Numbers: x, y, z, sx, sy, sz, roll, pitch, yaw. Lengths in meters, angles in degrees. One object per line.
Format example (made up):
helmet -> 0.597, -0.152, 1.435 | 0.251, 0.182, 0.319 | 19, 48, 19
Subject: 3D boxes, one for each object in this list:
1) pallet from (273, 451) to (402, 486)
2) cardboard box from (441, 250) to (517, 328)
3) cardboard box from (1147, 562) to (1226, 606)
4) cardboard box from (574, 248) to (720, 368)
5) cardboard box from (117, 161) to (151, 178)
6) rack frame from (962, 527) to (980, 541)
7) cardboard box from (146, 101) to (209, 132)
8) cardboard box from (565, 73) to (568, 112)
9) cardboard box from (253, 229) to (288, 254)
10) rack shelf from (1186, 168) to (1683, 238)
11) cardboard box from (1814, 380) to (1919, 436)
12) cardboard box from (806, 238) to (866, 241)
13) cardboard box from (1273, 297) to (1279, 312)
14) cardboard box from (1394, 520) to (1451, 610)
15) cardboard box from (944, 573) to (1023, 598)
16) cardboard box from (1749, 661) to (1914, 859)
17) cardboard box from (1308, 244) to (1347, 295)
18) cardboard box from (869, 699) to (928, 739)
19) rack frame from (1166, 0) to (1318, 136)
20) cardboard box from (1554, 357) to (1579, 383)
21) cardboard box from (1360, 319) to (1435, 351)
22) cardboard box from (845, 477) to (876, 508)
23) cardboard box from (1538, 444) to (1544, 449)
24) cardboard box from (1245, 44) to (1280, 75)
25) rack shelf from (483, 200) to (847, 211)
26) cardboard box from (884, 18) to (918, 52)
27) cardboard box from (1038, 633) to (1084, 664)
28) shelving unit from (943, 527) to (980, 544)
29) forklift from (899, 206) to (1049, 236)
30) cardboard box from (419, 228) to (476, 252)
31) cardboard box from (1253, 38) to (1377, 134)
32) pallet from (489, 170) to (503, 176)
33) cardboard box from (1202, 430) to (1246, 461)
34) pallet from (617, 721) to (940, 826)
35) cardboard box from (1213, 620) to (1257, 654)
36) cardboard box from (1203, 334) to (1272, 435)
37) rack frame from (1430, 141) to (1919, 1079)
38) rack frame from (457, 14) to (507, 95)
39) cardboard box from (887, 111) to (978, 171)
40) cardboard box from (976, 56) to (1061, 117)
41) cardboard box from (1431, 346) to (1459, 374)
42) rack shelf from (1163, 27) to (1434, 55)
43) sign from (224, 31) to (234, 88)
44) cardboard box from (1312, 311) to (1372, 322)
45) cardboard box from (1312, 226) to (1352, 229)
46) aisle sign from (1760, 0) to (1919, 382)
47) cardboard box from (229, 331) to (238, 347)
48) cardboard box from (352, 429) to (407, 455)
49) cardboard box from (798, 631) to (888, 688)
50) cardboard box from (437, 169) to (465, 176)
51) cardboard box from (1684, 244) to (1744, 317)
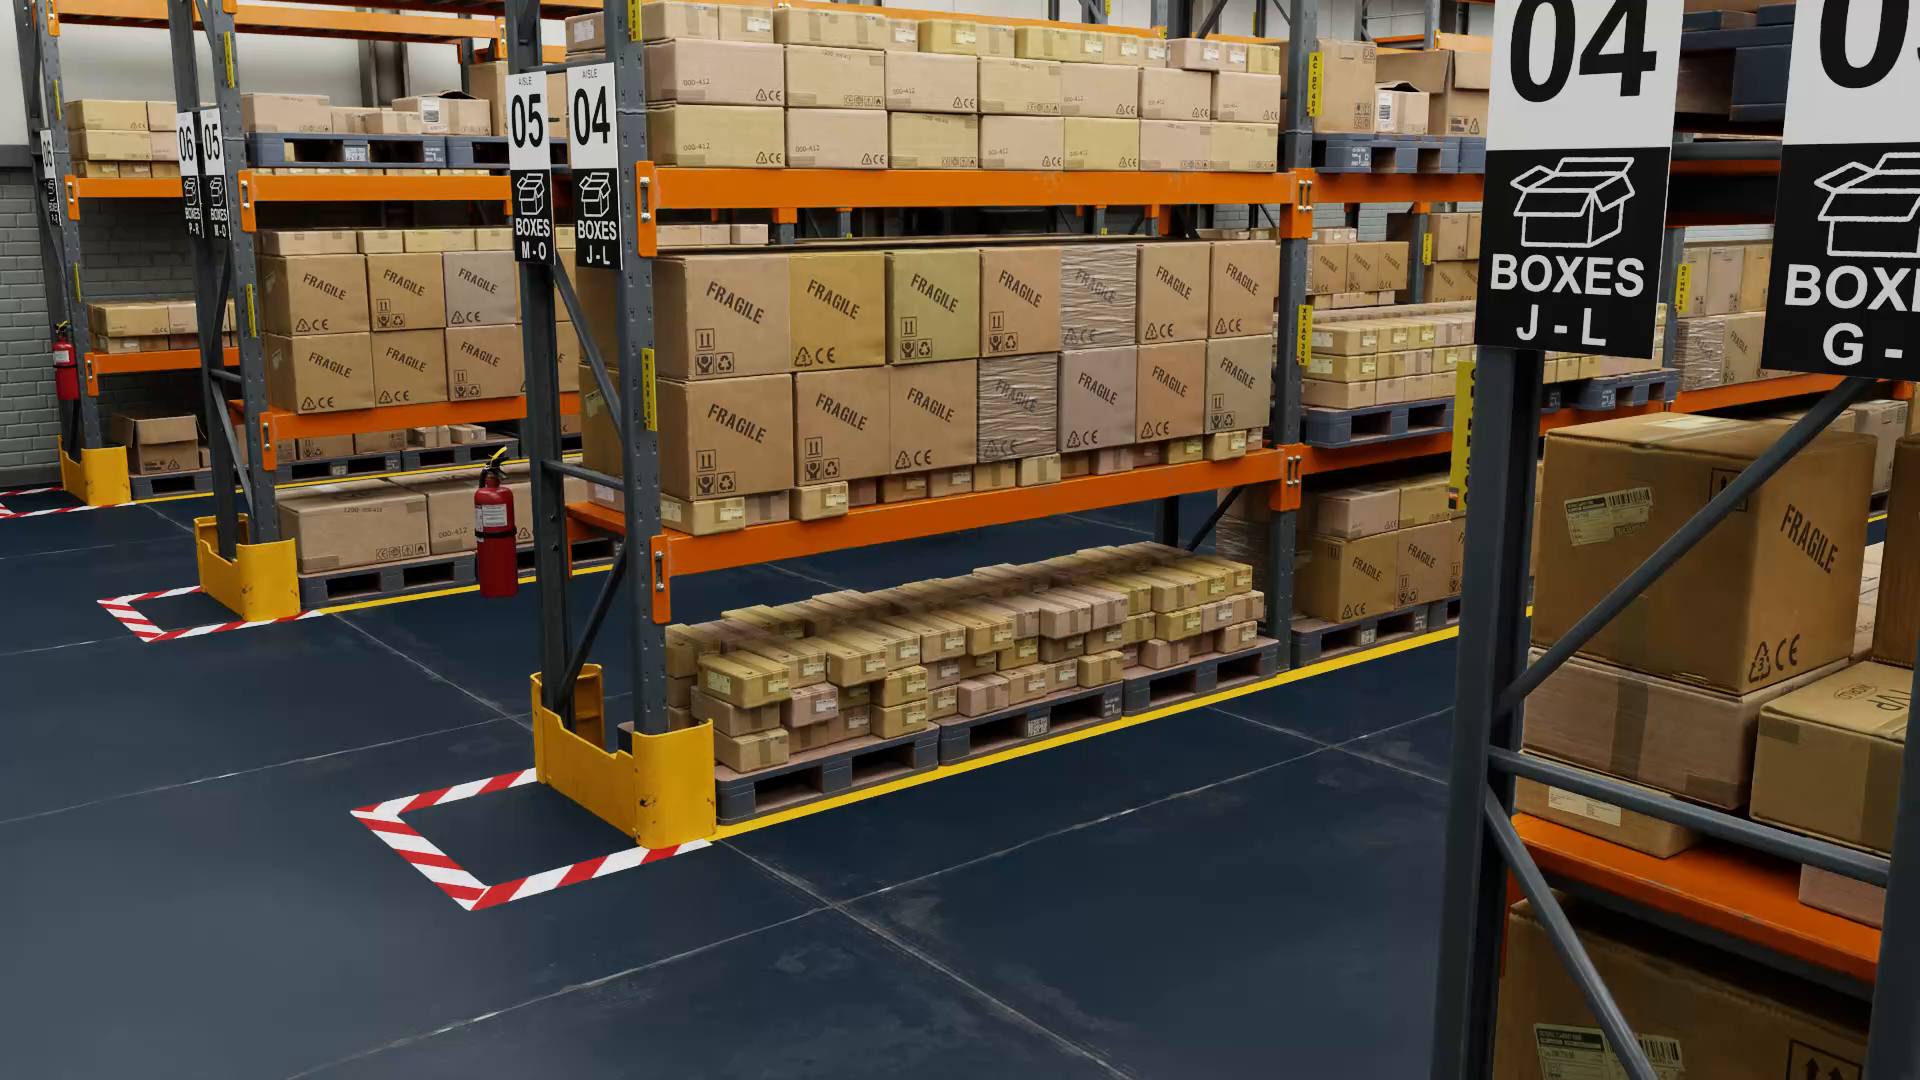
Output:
pallet -> -6.227, -0.767, 16.233 | 1.213, 0.211, 1.003 | -9, 15, -38
cardboard box -> -3.407, -1.746, 11.481 | 0.500, 0.500, 0.500 | -10, 15, -38
cardboard box -> 1.249, 0.241, 9.191 | 0.250, 0.149, 0.380 | -9, 15, -37
cardboard box -> -1.383, -1.049, 7.483 | 0.500, 0.500, 0.500 | -10, 15, -39
cardboard box -> -7.277, -3.246, 14.579 | 0.250, 0.149, 0.380 | -9, 15, -37
rack frame -> 0.083, -0.601, 13.069 | 0.006, 1.200, 0.240 | -9, 15, -38
cardboard box -> -6.948, -3.724, 14.664 | 0.500, 0.250, 0.500 | -10, 15, -38
cardboard box -> -2.666, -3.166, 12.097 | 0.637, 0.503, 0.797 | -8, 14, -33
cardboard box -> -4.601, -1.990, 11.069 | 0.250, 0.149, 0.380 | -9, 15, -37
rack shelf -> 3.100, -2.160, 10.588 | 4.000, 0.370, 1.077 | -9, 15, -38
cardboard box -> 8.320, -1.059, 15.000 | 0.875, 0.875, 0.875 | -9, 15, -37
cardboard box -> -1.041, -2.280, 13.995 | 0.500, 0.500, 0.500 | -9, 15, -37
cardboard box -> 3.153, -2.390, 16.756 | 0.250, 0.149, 0.380 | -9, 15, -36
cardboard box -> 2.693, 0.111, 10.393 | 0.500, 0.500, 0.500 | -9, 15, -35
cardboard box -> 0.121, 0.297, 8.927 | 0.250, 0.149, 0.380 | -10, 16, -40
cardboard box -> 1.978, 0.461, 3.380 | 0.500, 0.250, 0.500 | -10, 16, -39
cardboard box -> 3.604, -2.785, 17.054 | 0.500, 0.500, 0.500 | -9, 15, -36
cardboard box -> -0.365, 0.811, 7.939 | 0.250, 0.149, 0.380 | -9, 15, -37
rack frame -> 1.539, -3.719, 8.980 | 0.127, 3.000, 1.000 | -9, 15, -38
cardboard box -> 3.762, -1.116, 10.754 | 0.250, 0.149, 0.380 | -10, 16, -40
cardboard box -> 2.549, -1.205, 9.743 | 0.250, 0.149, 0.380 | -9, 15, -37
cardboard box -> -0.594, -0.254, 7.706 | 0.250, 0.149, 0.380 | -9, 15, -35
cardboard box -> 4.292, -0.522, 11.567 | 0.500, 0.250, 0.500 | -10, 15, -39
cardboard box -> 1.465, -2.533, 8.814 | 0.250, 0.149, 0.380 | -10, 16, -40
rack shelf -> -3.175, -3.754, 18.097 | 4.000, 0.370, 1.077 | -9, 15, -38
cardboard box -> -0.397, -2.240, 7.432 | 0.250, 0.149, 0.380 | -9, 15, -36
cardboard box -> 0.424, 0.510, 8.640 | 0.250, 0.149, 0.380 | -10, 16, -40
shelving unit -> 0.011, -0.589, 13.013 | 0.189, 1.200, 0.258 | -9, 15, -38
forklift -> 0.203, -2.286, 16.840 | 3.031, 2.935, 1.130 | -9, 15, -38
cardboard box -> -3.505, -2.052, 11.363 | 0.250, 0.149, 0.380 | -9, 15, -37
cardboard box -> 1.903, -2.538, 9.385 | 0.500, 0.500, 0.700 | -9, 15, -38
pallet -> -4.183, -3.828, 17.164 | 1.003, 0.211, 1.213 | -9, 15, -38
cardboard box -> 1.329, -0.536, 9.035 | 0.250, 0.149, 0.380 | -10, 16, -39
pallet -> -0.869, 0.989, 7.964 | 1.213, 0.211, 1.003 | -9, 15, -38
cardboard box -> 1.445, 0.510, 9.356 | 0.250, 0.149, 0.380 | -9, 15, -37
cardboard box -> 1.337, -0.871, 9.050 | 0.500, 0.500, 0.500 | -9, 15, -38
rack frame -> 1.435, 0.552, 3.308 | 0.127, 3.000, 1.000 | -9, 15, -38
rack frame -> -4.736, -5.314, 16.488 | 0.127, 3.000, 1.000 | -9, 15, -38
cardboard box -> -0.267, -1.813, 7.585 | 0.500, 0.250, 0.500 | -10, 16, -39
cardboard box -> 0.123, -2.116, 7.810 | 0.500, 0.250, 0.500 | -10, 16, -40
cardboard box -> 2.739, -1.091, 9.921 | 0.250, 0.149, 0.380 | -10, 16, -40
rack shelf -> 3.052, -4.740, 16.482 | 4.000, 0.370, 1.077 | -9, 15, -38
sign -> -4.414, -2.898, 10.040 | 0.005, 0.325, 0.100 | -9, 15, -38
cardboard box -> 2.347, -1.344, 10.400 | 0.250, 0.149, 0.380 | -9, 15, -38
cardboard box -> 4.026, -3.326, 18.041 | 0.250, 0.149, 0.380 | -10, 15, -38
aisle sign -> 1.566, -0.662, 2.765 | 0.004, 0.787, 0.394 | -9, 15, -38
cardboard box -> -6.639, -1.874, 15.337 | 0.250, 0.149, 0.380 | -9, 15, -37
cardboard box -> -5.821, -1.146, 16.312 | 0.500, 0.500, 0.700 | -10, 16, -40
cardboard box -> -0.547, 0.552, 7.727 | 0.250, 0.149, 0.380 | -9, 15, -38
cardboard box -> -5.026, -3.598, 16.233 | 0.250, 0.149, 0.380 | -9, 15, -38
cardboard box -> 5.413, -1.964, 12.510 | 0.500, 0.500, 0.700 | -10, 15, -38
